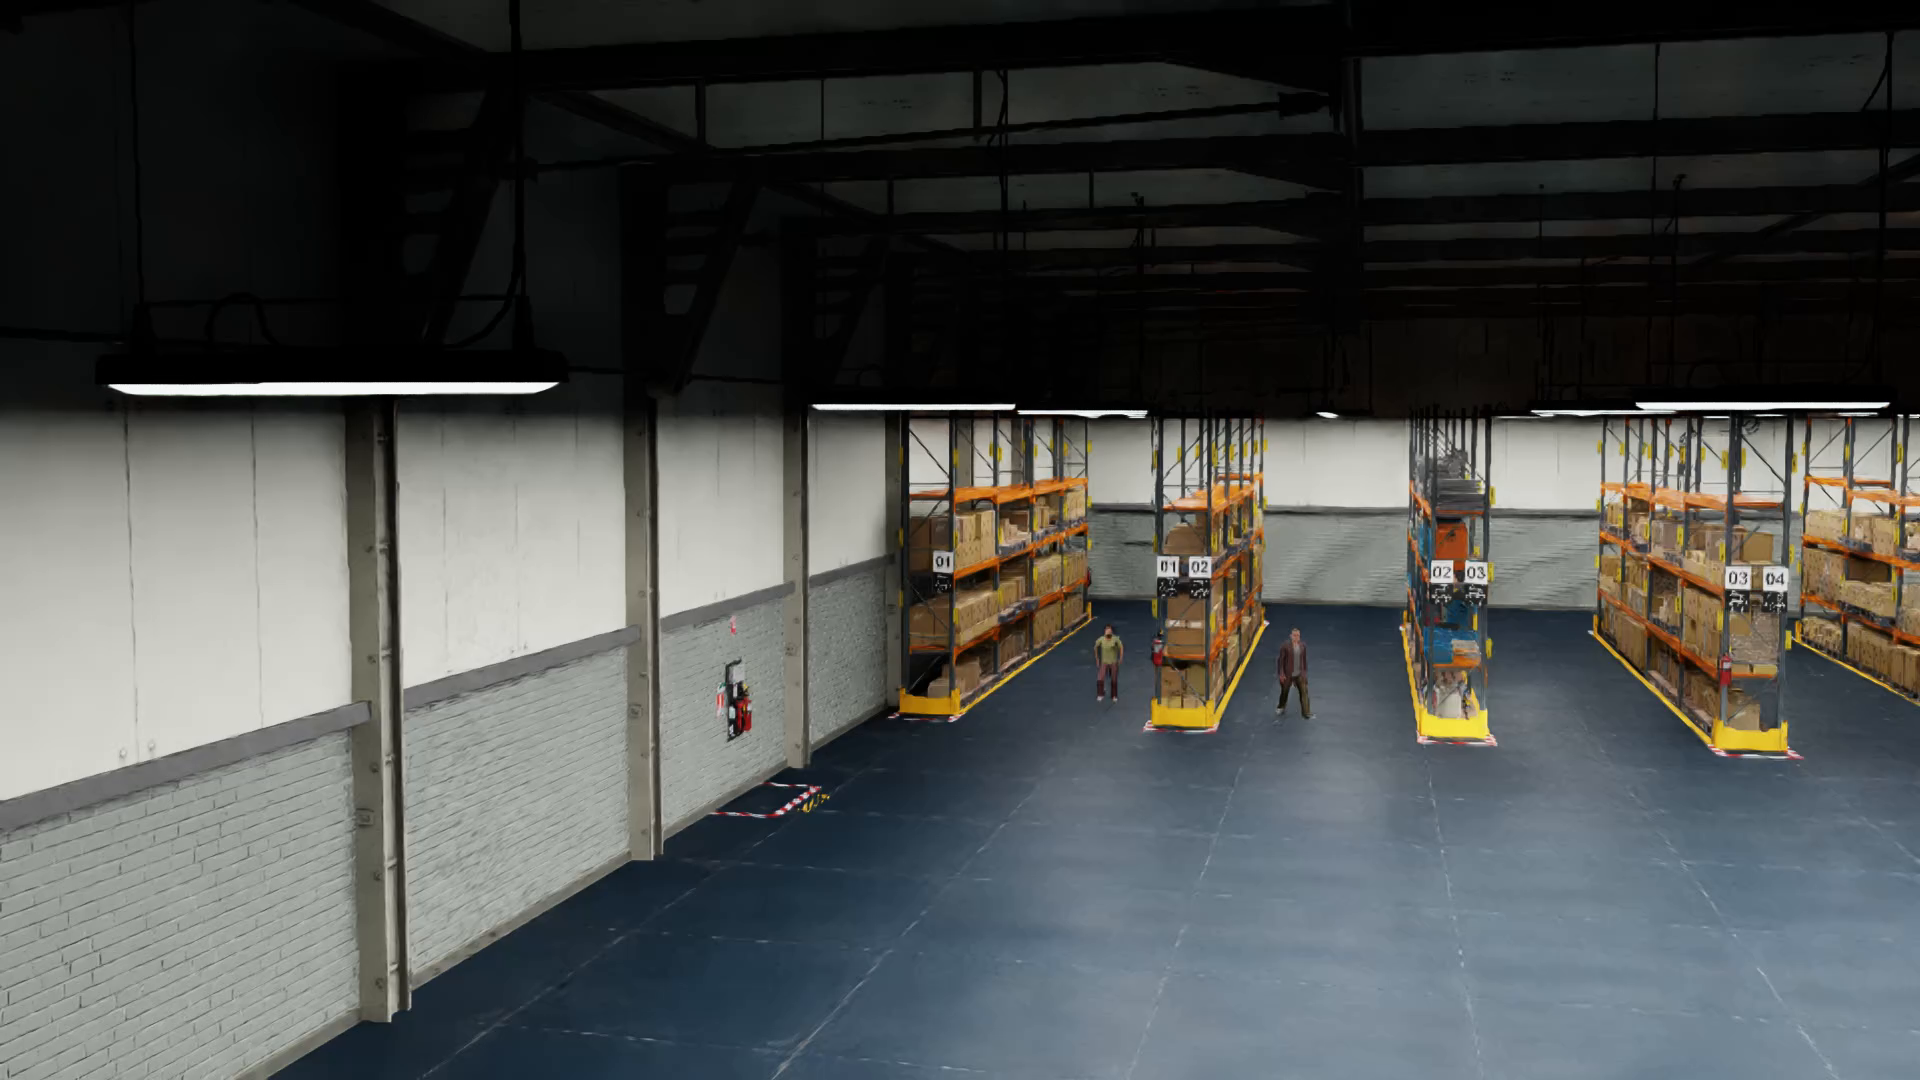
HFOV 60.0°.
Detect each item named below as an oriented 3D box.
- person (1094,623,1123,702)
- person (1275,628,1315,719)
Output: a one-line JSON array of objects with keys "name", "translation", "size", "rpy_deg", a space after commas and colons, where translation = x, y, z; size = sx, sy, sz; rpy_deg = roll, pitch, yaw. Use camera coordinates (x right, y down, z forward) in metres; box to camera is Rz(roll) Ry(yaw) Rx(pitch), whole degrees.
[{"name": "person", "translation": [3.028, 2.492, 33.871], "size": [0.598, 1.619, 0.507], "rpy_deg": [1, 4, 11]}, {"name": "person", "translation": [6.443, 2.615, 32.066], "size": [0.634, 1.627, 1.031], "rpy_deg": [-1, 4, -9]}]
